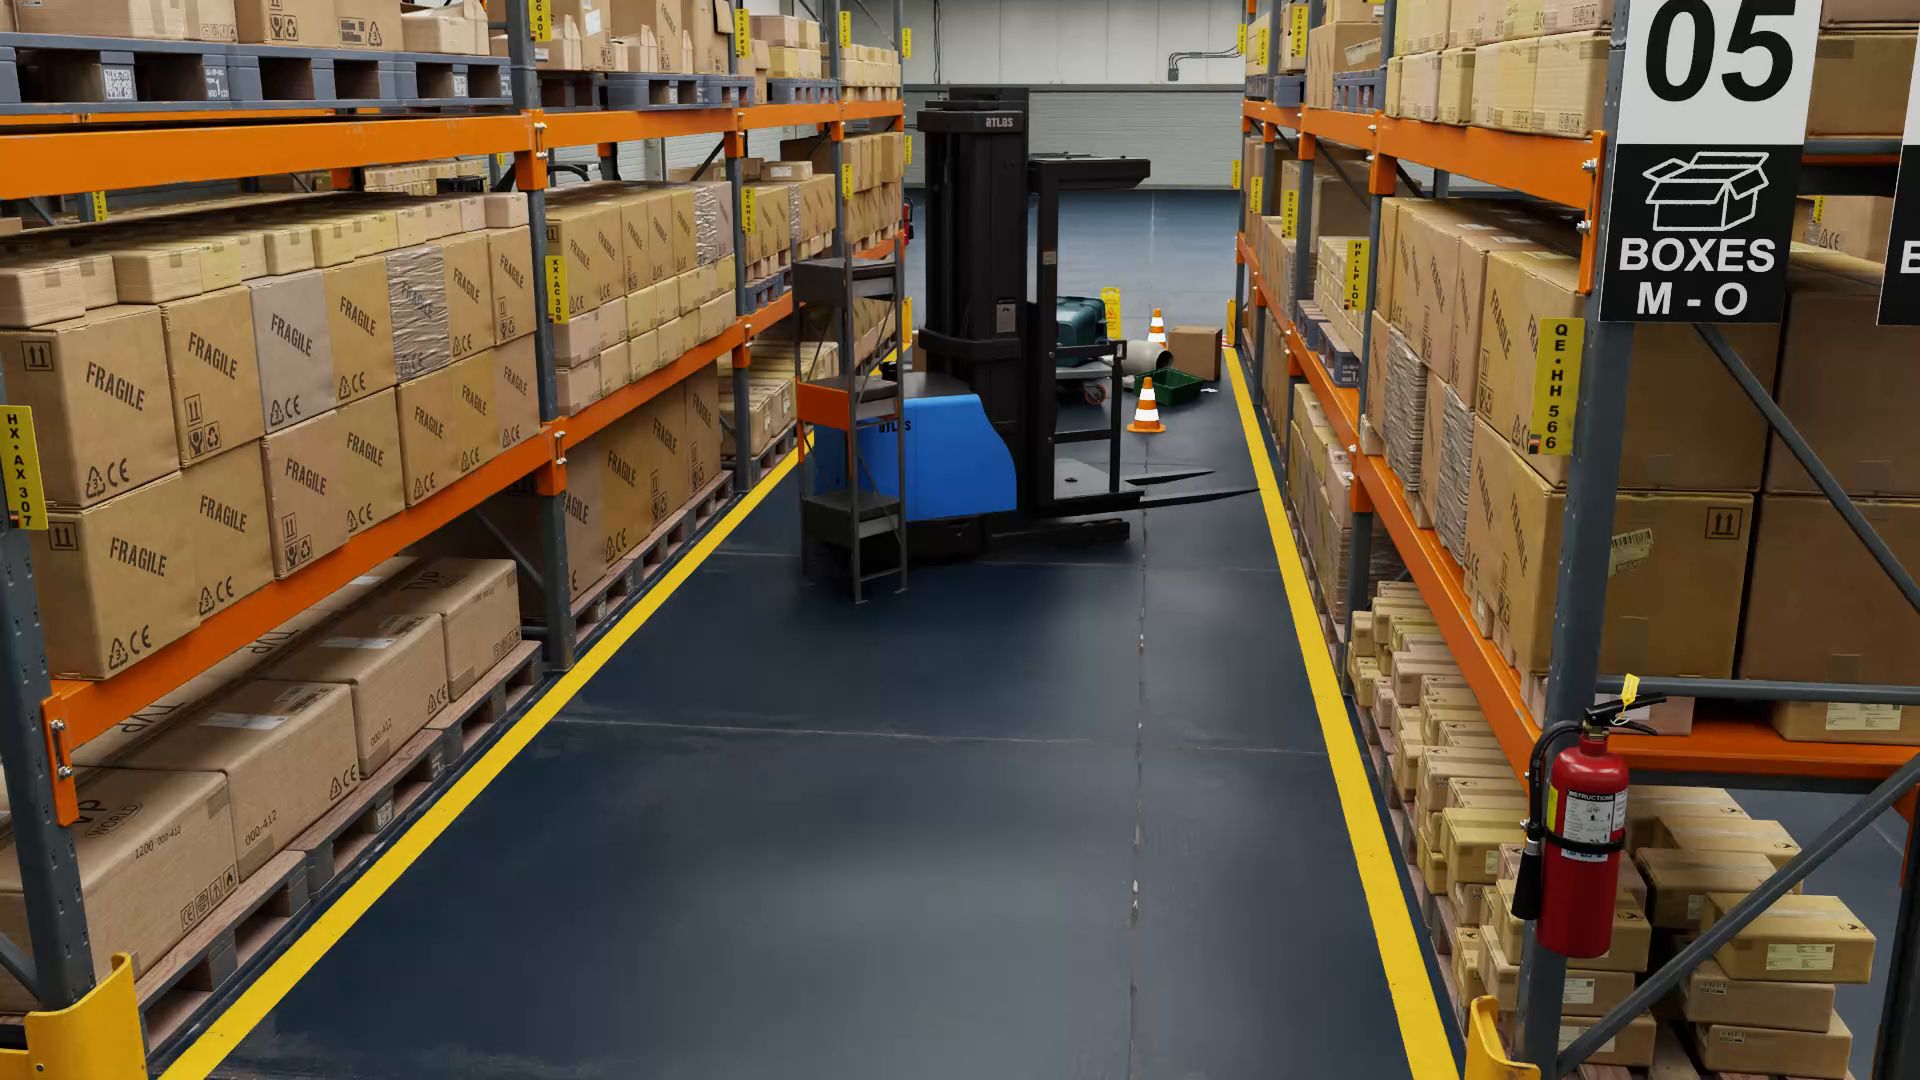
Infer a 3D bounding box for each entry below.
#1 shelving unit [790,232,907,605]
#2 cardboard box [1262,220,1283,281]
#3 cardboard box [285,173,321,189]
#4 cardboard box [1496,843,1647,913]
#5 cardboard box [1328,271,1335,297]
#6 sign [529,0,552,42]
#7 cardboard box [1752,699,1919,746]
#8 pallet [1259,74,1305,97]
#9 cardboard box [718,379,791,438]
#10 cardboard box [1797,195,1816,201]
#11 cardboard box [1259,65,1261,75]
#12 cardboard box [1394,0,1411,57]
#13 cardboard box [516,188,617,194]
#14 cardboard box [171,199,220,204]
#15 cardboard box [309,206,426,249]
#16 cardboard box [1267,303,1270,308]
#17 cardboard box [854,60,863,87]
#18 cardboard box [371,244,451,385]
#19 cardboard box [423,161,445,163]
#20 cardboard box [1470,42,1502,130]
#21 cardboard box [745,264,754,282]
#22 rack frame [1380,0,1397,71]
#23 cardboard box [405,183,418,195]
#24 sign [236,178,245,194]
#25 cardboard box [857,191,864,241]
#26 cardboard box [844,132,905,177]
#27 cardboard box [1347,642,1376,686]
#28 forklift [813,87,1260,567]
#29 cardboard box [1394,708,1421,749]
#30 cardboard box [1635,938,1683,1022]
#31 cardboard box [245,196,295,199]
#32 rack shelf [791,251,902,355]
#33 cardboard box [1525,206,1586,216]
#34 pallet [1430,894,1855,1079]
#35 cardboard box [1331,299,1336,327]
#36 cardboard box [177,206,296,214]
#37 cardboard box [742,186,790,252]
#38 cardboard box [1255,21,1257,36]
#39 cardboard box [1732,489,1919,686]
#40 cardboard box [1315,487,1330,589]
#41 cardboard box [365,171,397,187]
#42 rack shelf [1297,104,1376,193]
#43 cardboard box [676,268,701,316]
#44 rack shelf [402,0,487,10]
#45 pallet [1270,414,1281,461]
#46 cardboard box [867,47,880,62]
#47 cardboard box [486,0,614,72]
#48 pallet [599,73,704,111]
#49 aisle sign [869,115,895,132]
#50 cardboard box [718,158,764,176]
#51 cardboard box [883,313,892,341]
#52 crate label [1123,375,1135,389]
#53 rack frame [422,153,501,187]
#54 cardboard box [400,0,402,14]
[{"bbox_3d":[-0.646,-0.715,9.772,0.431,2.100,0.503,-15,21,-42],"label":"shelving unit"},{"bbox_3d":[2.927,-2.529,14.575,0.500,0.500,0.500,2,15,7],"label":"cardboard box"},{"bbox_3d":[-6.746,-3.665,16.966,0.380,0.149,0.250,1,15,5],"label":"cardboard box"},{"bbox_3d":[1.850,1.051,5.048,0.380,0.149,0.250,2,15,7],"label":"cardboard box"},{"bbox_3d":[2.522,-1.603,10.450,0.380,0.149,0.250,2,15,7],"label":"cardboard box"},{"bbox_3d":[-1.970,-2.504,7.788,0.100,0.325,0.005,2,15,6],"label":"sign"},{"bbox_3d":[2.319,0.419,4.346,0.380,0.149,0.250,2,15,6],"label":"cardboard box"},{"bbox_3d":[3.413,-4.357,15.951,1.003,0.211,1.213,2,15,6],"label":"pallet"},{"bbox_3d":[-1.922,-1.094,13.691,0.950,0.372,0.625,1,15,5],"label":"cardboard box"},{"bbox_3d":[8.005,-3.367,15.190,0.500,0.500,0.500,2,15,6],"label":"cardboard box"},{"bbox_3d":[3.119,-4.620,16.240,0.380,0.149,0.250,2,15,6],"label":"cardboard box"},{"bbox_3d":[2.115,-2.164,7.002,0.500,0.250,0.500,2,15,8],"label":"cardboard box"},{"bbox_3d":[-2.489,-1.969,10.592,0.500,0.500,0.500,2,15,8],"label":"cardboard box"},{"bbox_3d":[-6.978,-3.018,15.141,0.380,0.149,0.250,2,15,6],"label":"cardboard box"},{"bbox_3d":[-2.419,-1.278,6.790,0.380,0.149,0.250,2,15,6],"label":"cardboard box"},{"bbox_3d":[3.451,-2.078,16.366,0.875,0.875,0.875,2,15,7],"label":"cardboard box"},{"bbox_3d":[-1.249,-4.619,16.467,0.500,0.250,0.500,2,15,6],"label":"cardboard box"},{"bbox_3d":[-2.414,-0.921,6.715,0.500,0.500,0.500,2,15,7],"label":"cardboard box"},{"bbox_3d":[-6.351,-4.466,19.928,0.380,0.149,0.250,1,15,5],"label":"cardboard box"},{"bbox_3d":[1.864,-1.390,5.095,0.500,0.250,0.500,2,15,9],"label":"cardboard box"},{"bbox_3d":[-1.784,-2.055,12.690,0.380,0.149,0.250,1,15,3],"label":"cardboard box"},{"bbox_3d":[2.408,-3.561,7.091,1.000,3.000,0.127,2,15,6],"label":"rack frame"},{"bbox_3d":[-6.081,-3.772,17.931,0.380,0.149,0.250,1,15,4],"label":"cardboard box"},{"bbox_3d":[-7.103,-3.477,16.463,0.100,0.325,0.005,2,15,6],"label":"sign"},{"bbox_3d":[-1.259,-3.288,16.814,0.500,0.500,0.500,2,15,6],"label":"cardboard box"},{"bbox_3d":[-1.009,-4.432,19.131,0.700,0.500,0.500,1,15,5],"label":"cardboard box"},{"bbox_3d":[2.047,0.594,7.878,0.380,0.149,0.250,1,15,4],"label":"cardboard box"},{"bbox_3d":[0.580,-1.480,11.019,3.031,2.935,1.130,-6,16,-22],"label":"forklift"},{"bbox_3d":[1.939,0.786,6.595,0.380,0.149,0.250,2,15,6],"label":"cardboard box"},{"bbox_3d":[2.282,1.349,5.083,0.380,0.149,0.250,2,15,6],"label":"cardboard box"},{"bbox_3d":[-6.461,-3.141,15.599,0.380,0.149,0.250,2,15,6],"label":"cardboard box"},{"bbox_3d":[-0.653,-1.376,9.587,0.431,0.518,0.480,-15,21,-42],"label":"rack shelf"},{"bbox_3d":[2.570,-1.075,6.715,0.500,0.500,0.500,1,15,4],"label":"cardboard box"},{"bbox_3d":[2.092,1.489,5.250,1.003,0.211,1.213,2,15,6],"label":"pallet"},{"bbox_3d":[2.491,-1.395,10.251,0.380,0.149,0.250,2,15,8],"label":"cardboard box"},{"bbox_3d":[-2.963,-1.289,6.833,0.380,0.149,0.250,1,15,5],"label":"cardboard box"},{"bbox_3d":[-1.685,-2.600,13.464,0.500,0.500,0.500,2,15,7],"label":"cardboard box"},{"bbox_3d":[3.235,-5.267,17.104,0.380,0.149,0.250,2,15,7],"label":"cardboard box"},{"bbox_3d":[2.282,0.072,4.386,0.500,0.500,0.500,2,15,9],"label":"cardboard box"},{"bbox_3d":[2.299,0.007,9.375,0.500,0.500,0.500,1,15,5],"label":"cardboard box"},{"bbox_3d":[-6.130,-3.784,17.406,0.380,0.149,0.250,2,15,8],"label":"cardboard box"},{"bbox_3d":[2.633,-2.284,9.495,1.077,0.370,4.000,2,15,6],"label":"rack shelf"},{"bbox_3d":[-1.965,-1.591,10.630,0.500,0.250,0.500,1,15,5],"label":"cardboard box"},{"bbox_3d":[-6.326,-5.879,17.809,1.077,0.370,4.000,2,15,6],"label":"rack shelf"},{"bbox_3d":[3.163,-0.874,13.990,1.003,0.211,1.213,2,15,6],"label":"pallet"},{"bbox_3d":[-1.052,-5.113,17.533,0.380,0.149,0.250,2,15,8],"label":"cardboard box"},{"bbox_3d":[-2.134,-2.704,8.671,0.500,0.500,0.500,1,15,5],"label":"cardboard box"},{"bbox_3d":[-2.214,-2.720,10.090,1.003,0.211,1.213,2,15,9],"label":"pallet"},{"bbox_3d":[-0.873,-5.159,19.515,0.394,0.787,0.004,2,15,6],"label":"aisle sign"},{"bbox_3d":[-2.024,-3.455,15.386,0.380,0.149,0.250,2,15,6],"label":"cardboard box"},{"bbox_3d":[-1.058,-2.420,18.830,0.500,0.250,0.500,2,15,6],"label":"cardboard box"},{"bbox_3d":[1.794,-1.579,16.737,0.298,0.136,0.250,-10,18,-32],"label":"crate label"},{"bbox_3d":[-6.100,-4.042,20.364,1.000,3.000,0.127,2,15,6],"label":"rack frame"},{"bbox_3d":[-2.797,-2.385,7.303,0.500,0.500,0.500,2,15,7],"label":"cardboard box"}]
